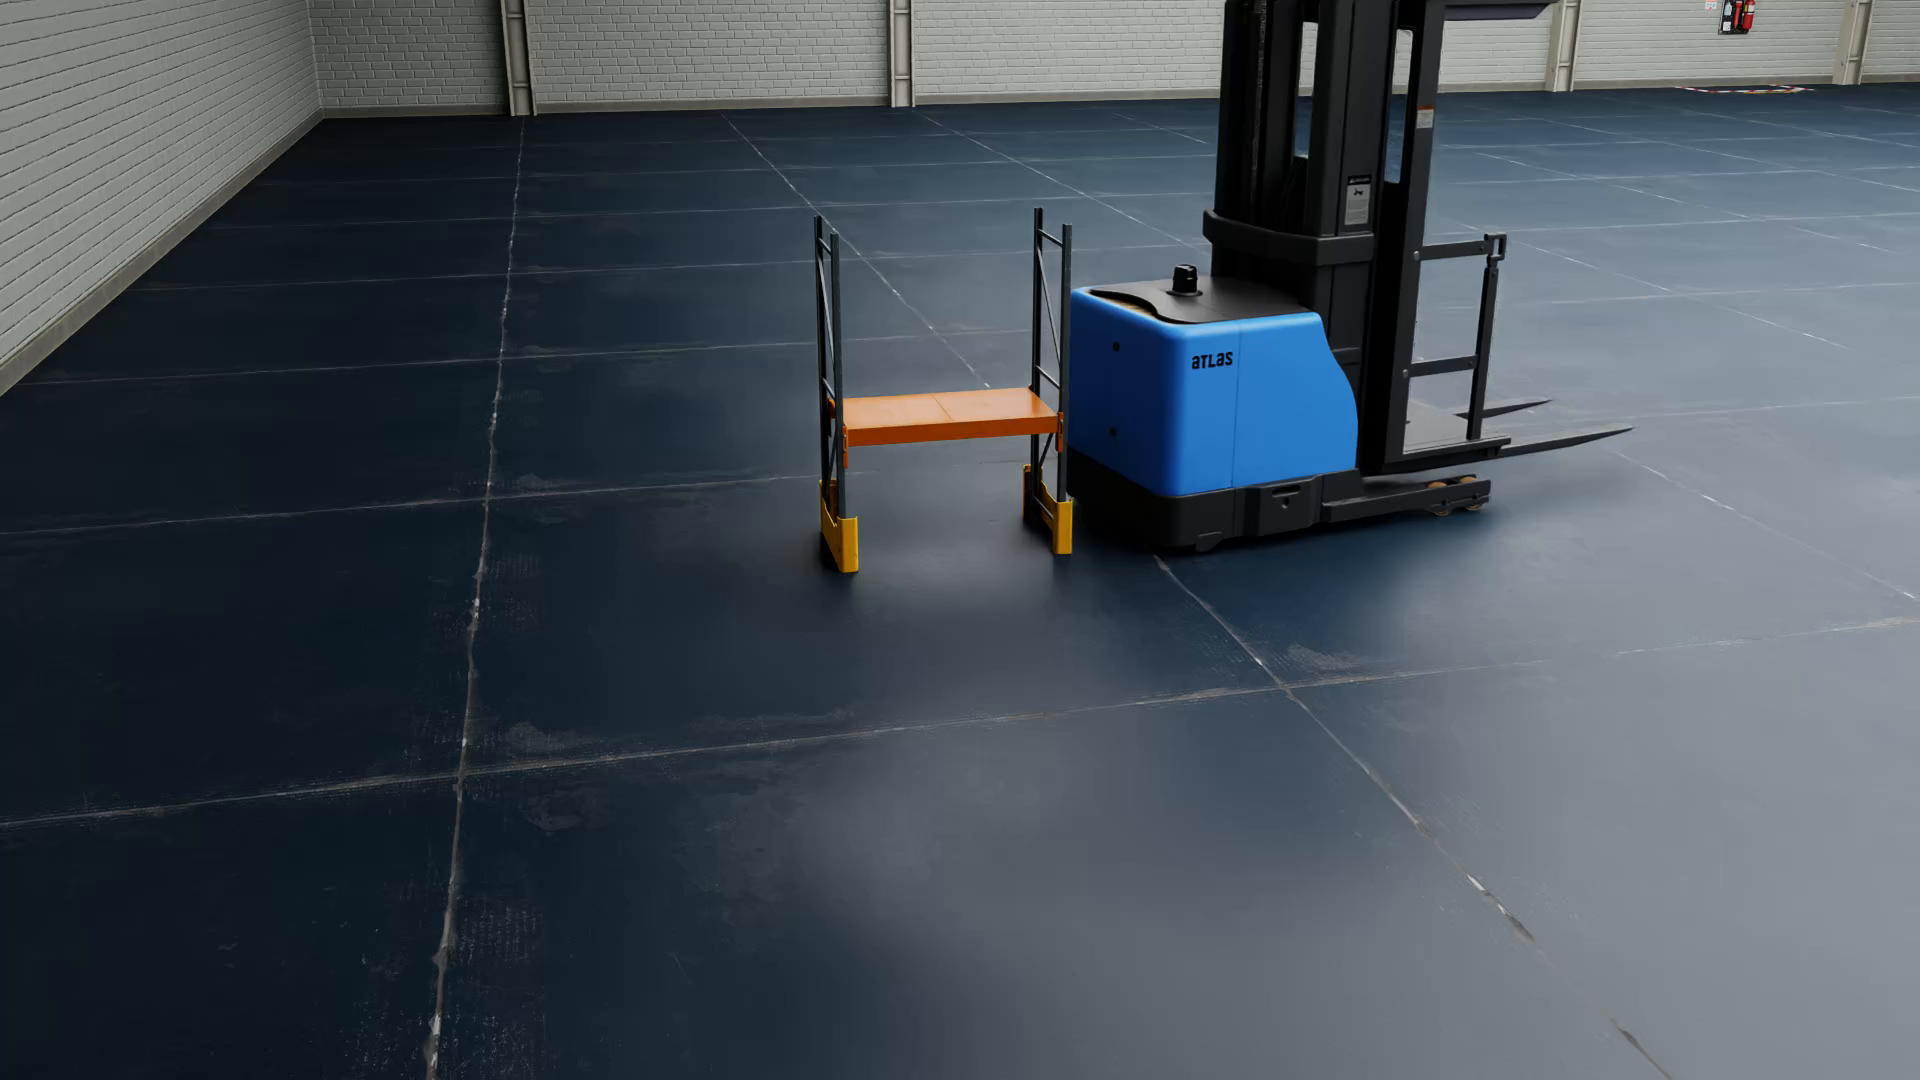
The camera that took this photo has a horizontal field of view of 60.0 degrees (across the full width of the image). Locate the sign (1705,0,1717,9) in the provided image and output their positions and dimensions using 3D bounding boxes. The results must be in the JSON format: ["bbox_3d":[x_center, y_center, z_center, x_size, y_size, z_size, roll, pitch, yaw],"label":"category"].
[{"bbox_3d":[13.585,-9.762,30.050,0.234,0.329,0.001,-5,21,-12],"label":"sign"}]

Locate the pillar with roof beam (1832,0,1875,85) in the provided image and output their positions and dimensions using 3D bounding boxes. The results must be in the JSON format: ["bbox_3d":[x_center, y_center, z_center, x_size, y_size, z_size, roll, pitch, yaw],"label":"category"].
[{"bbox_3d":[17.551,-11.313,25.615,0.400,9.000,9.100,-5,21,-12],"label":"pillar with roof beam"}]

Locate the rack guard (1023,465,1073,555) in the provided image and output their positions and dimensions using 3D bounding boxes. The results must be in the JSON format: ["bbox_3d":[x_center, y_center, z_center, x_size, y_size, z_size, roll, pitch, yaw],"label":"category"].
[{"bbox_3d":[0.410,-0.151,7.863,0.087,0.250,0.587,-5,21,-12],"label":"rack guard"}]

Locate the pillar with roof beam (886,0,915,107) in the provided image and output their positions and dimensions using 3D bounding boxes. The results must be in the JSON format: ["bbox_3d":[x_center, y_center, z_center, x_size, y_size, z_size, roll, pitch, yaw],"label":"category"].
[{"bbox_3d":[0.034,-9.888,21.726,0.400,9.000,9.100,-5,21,-12],"label":"pillar with roof beam"}]

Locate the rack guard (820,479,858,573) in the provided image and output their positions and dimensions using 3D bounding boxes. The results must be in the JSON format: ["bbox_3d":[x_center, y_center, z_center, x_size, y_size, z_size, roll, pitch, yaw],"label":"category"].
[{"bbox_3d":[-0.559,-0.072,7.648,0.087,0.250,0.587,-5,21,-12],"label":"rack guard"}]

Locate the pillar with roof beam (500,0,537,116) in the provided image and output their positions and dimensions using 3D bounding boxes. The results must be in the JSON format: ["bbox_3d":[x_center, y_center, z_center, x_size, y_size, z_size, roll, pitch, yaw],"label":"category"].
[{"bbox_3d":[-5.805,-9.413,20.429,0.400,9.000,9.100,-5,21,-12],"label":"pillar with roof beam"}]

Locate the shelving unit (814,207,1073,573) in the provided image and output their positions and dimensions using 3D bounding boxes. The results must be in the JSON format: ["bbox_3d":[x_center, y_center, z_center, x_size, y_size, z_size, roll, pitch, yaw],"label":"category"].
[{"bbox_3d":[-0.074,-0.698,7.540,1.083,1.500,0.587,-5,21,-12],"label":"shelving unit"}]

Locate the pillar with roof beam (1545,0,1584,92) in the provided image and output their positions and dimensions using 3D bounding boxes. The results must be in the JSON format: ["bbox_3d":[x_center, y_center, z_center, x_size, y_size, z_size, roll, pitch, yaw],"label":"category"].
[{"bbox_3d":[11.712,-10.838,24.319,0.400,9.000,9.100,-5,21,-12],"label":"pillar with roof beam"}]

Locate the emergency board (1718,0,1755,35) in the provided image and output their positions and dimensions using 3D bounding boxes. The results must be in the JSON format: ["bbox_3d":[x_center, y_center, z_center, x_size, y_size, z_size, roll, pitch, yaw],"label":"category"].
[{"bbox_3d":[14.147,-9.754,30.082,0.643,1.169,0.194,-5,21,-12],"label":"emergency board"}]

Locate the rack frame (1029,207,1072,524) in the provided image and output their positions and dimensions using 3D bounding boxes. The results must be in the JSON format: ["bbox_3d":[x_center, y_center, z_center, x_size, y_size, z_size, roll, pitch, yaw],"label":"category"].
[{"bbox_3d":[0.412,-0.738,7.648,0.032,1.500,0.500,-5,21,-12],"label":"rack frame"}]

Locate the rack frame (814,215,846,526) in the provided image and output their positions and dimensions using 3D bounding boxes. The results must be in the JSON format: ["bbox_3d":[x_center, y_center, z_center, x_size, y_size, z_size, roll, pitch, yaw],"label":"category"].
[{"bbox_3d":[-0.578,-0.657,7.428,0.032,1.500,0.500,-5,21,-12],"label":"rack frame"}]

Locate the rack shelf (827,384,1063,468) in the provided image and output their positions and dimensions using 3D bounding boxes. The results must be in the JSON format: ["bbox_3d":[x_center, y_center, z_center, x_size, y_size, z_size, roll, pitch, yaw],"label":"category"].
[{"bbox_3d":[-0.083,-0.529,7.600,1.000,0.185,0.538,-5,21,-12],"label":"rack shelf"}]

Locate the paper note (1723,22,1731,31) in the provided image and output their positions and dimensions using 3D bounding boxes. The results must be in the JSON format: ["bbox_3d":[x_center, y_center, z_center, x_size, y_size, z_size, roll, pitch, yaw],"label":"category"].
[{"bbox_3d":[13.959,-9.350,30.258,0.142,0.148,0.016,-5,21,-12],"label":"paper note"}]

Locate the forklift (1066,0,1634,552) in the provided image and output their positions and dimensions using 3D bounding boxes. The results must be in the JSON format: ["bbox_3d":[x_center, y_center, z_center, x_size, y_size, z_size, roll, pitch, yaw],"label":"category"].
[{"bbox_3d":[2.054,-1.646,8.047,3.031,2.935,1.130,-9,22,-23],"label":"forklift"}]
